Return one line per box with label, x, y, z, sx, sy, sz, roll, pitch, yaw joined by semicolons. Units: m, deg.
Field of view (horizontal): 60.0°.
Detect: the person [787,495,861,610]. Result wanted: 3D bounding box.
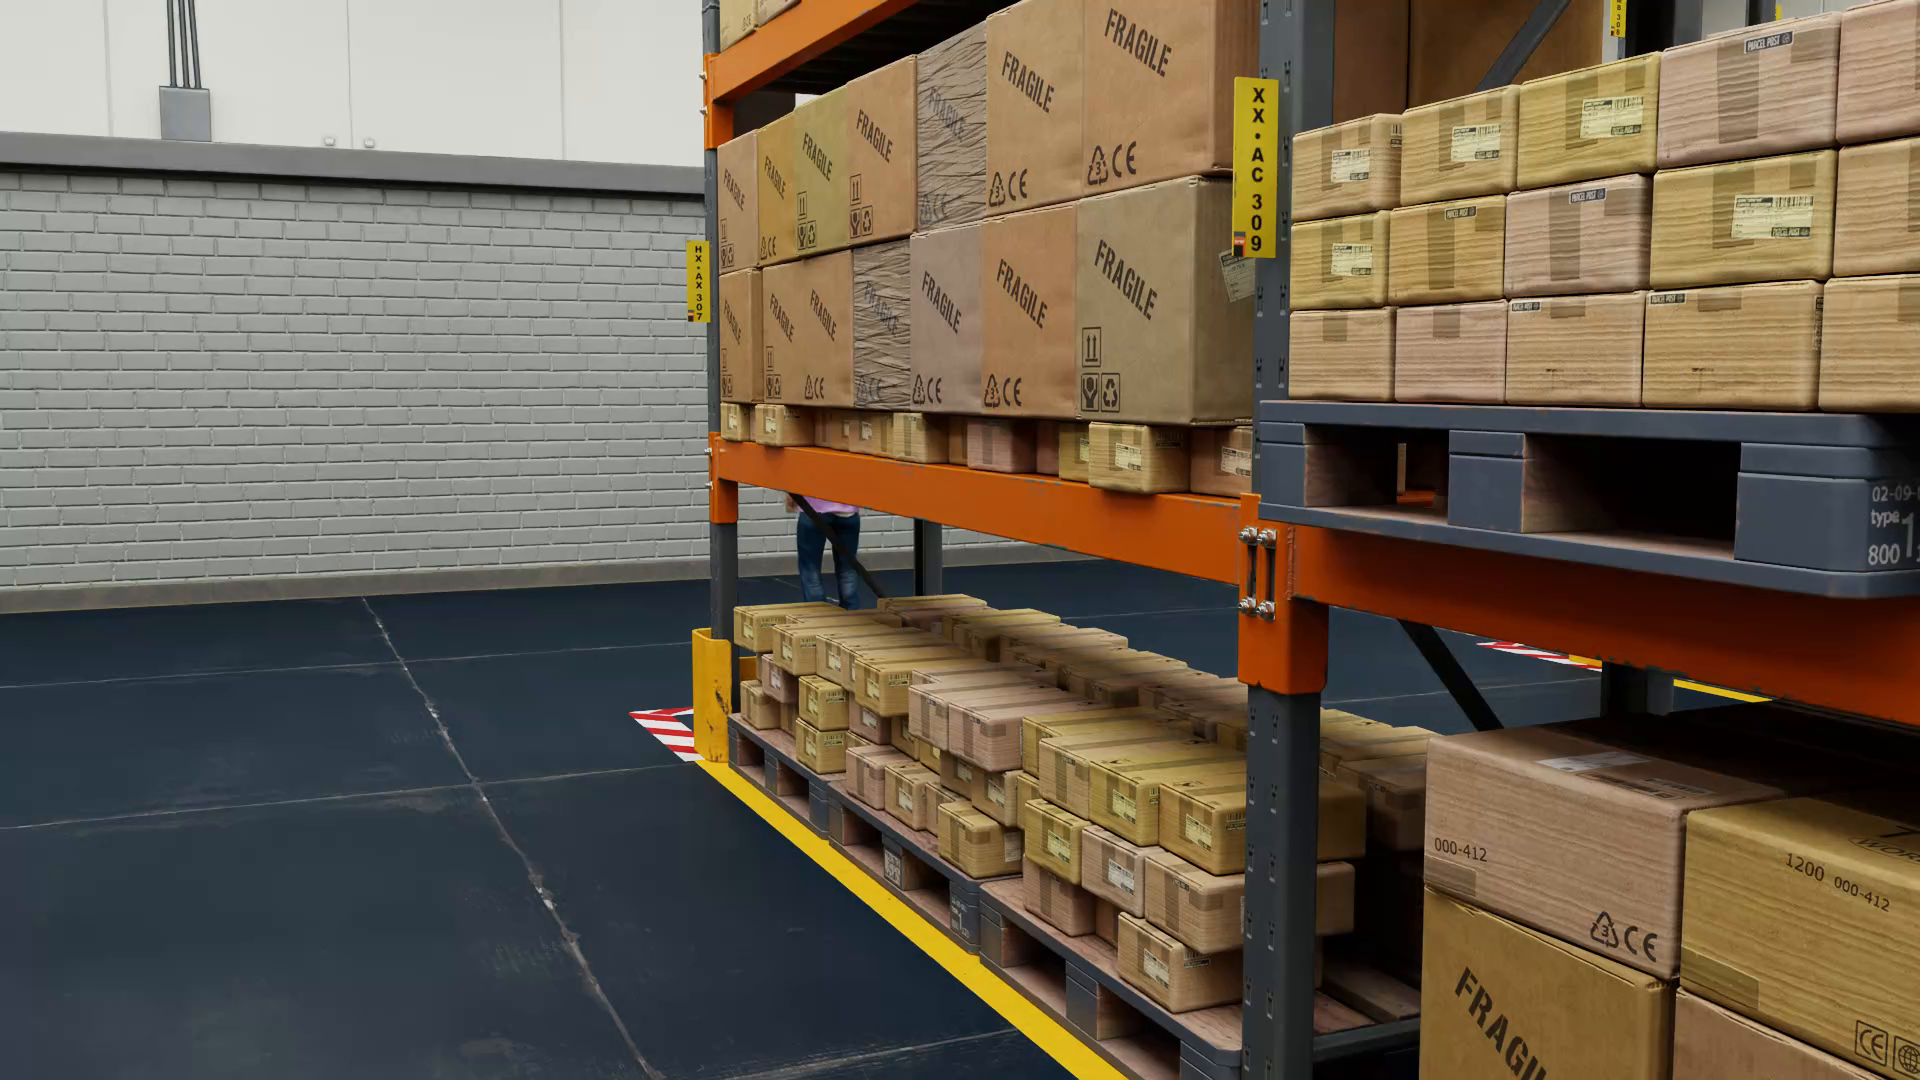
person;-0.760;-0.156;9.263;0.438;1.602;0.471;-3;6;-24
